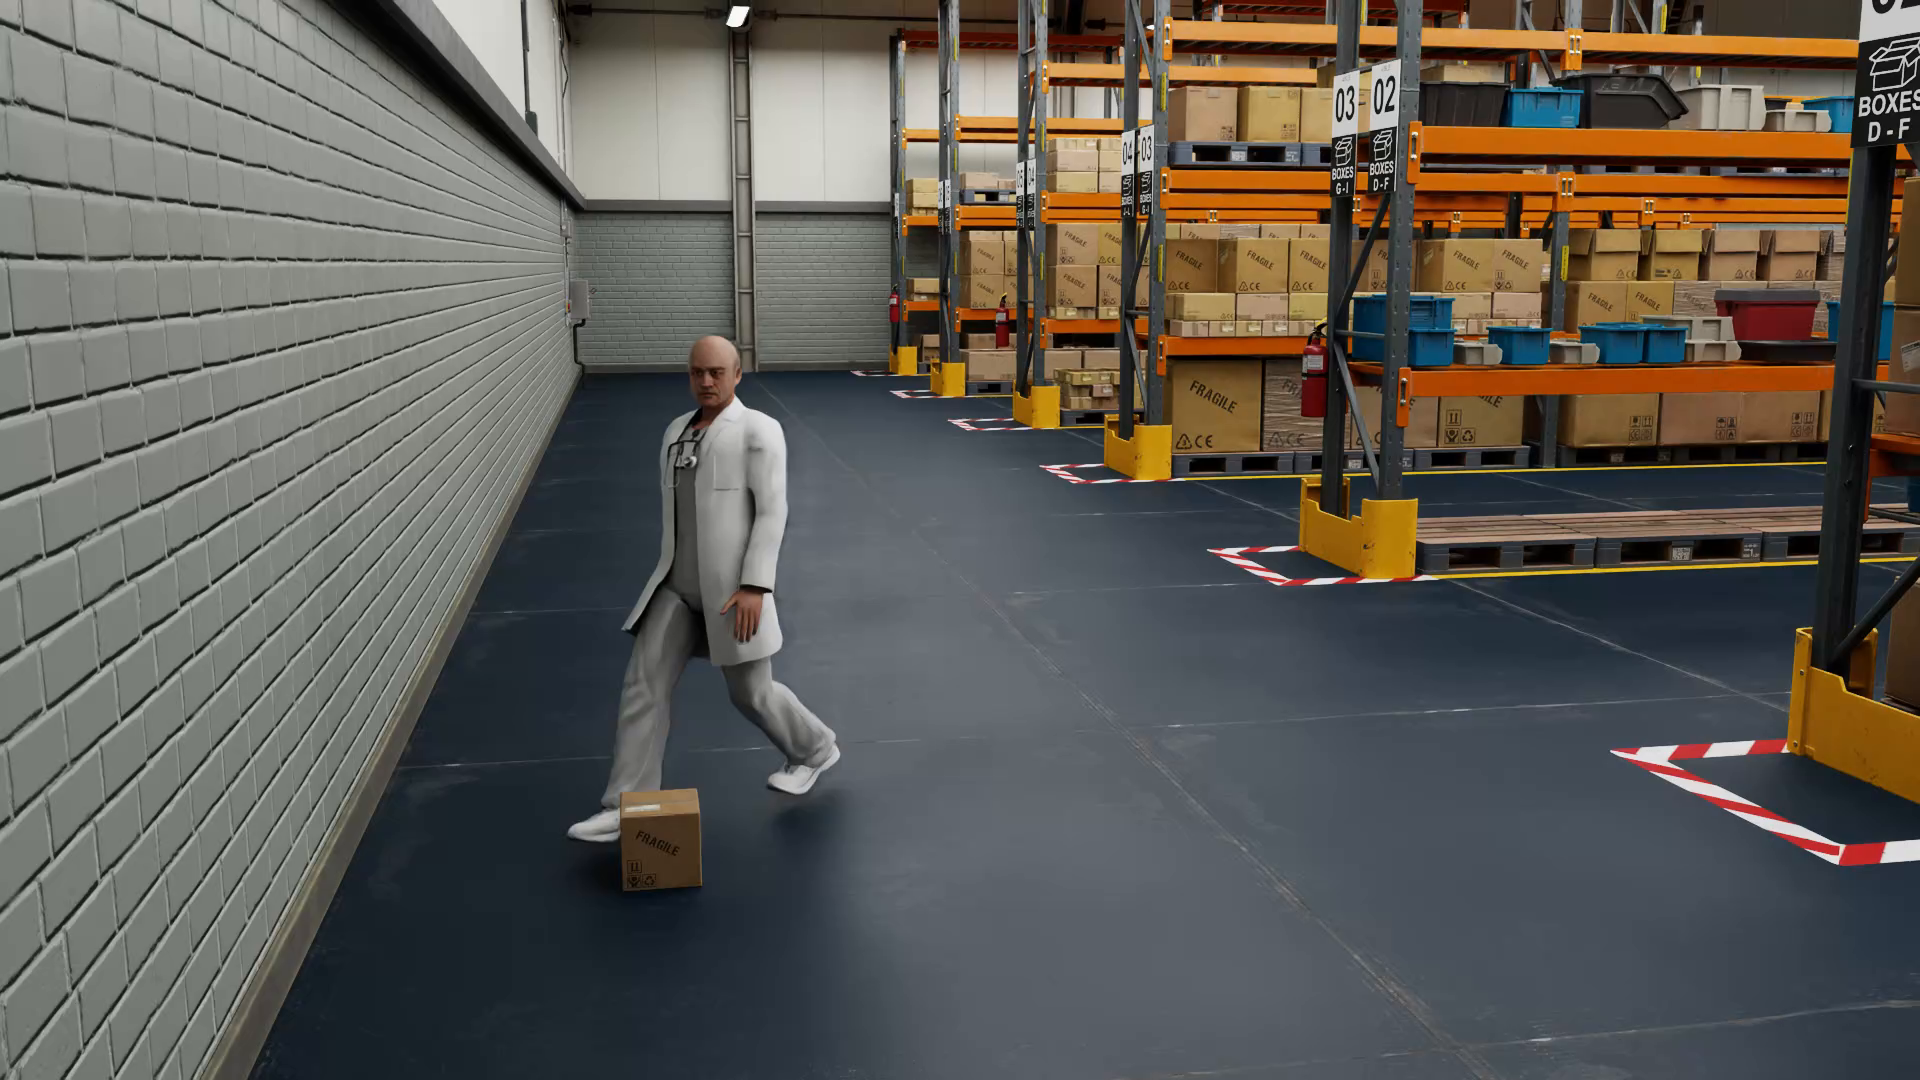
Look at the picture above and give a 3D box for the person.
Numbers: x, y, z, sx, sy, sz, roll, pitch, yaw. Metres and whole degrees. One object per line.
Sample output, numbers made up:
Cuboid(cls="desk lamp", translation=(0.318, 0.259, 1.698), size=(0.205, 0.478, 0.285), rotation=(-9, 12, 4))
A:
Cuboid(cls="person", translation=(-0.895, 0.157, 5.784), size=(0.613, 1.720, 1.120), rotation=(6, 11, 31))
